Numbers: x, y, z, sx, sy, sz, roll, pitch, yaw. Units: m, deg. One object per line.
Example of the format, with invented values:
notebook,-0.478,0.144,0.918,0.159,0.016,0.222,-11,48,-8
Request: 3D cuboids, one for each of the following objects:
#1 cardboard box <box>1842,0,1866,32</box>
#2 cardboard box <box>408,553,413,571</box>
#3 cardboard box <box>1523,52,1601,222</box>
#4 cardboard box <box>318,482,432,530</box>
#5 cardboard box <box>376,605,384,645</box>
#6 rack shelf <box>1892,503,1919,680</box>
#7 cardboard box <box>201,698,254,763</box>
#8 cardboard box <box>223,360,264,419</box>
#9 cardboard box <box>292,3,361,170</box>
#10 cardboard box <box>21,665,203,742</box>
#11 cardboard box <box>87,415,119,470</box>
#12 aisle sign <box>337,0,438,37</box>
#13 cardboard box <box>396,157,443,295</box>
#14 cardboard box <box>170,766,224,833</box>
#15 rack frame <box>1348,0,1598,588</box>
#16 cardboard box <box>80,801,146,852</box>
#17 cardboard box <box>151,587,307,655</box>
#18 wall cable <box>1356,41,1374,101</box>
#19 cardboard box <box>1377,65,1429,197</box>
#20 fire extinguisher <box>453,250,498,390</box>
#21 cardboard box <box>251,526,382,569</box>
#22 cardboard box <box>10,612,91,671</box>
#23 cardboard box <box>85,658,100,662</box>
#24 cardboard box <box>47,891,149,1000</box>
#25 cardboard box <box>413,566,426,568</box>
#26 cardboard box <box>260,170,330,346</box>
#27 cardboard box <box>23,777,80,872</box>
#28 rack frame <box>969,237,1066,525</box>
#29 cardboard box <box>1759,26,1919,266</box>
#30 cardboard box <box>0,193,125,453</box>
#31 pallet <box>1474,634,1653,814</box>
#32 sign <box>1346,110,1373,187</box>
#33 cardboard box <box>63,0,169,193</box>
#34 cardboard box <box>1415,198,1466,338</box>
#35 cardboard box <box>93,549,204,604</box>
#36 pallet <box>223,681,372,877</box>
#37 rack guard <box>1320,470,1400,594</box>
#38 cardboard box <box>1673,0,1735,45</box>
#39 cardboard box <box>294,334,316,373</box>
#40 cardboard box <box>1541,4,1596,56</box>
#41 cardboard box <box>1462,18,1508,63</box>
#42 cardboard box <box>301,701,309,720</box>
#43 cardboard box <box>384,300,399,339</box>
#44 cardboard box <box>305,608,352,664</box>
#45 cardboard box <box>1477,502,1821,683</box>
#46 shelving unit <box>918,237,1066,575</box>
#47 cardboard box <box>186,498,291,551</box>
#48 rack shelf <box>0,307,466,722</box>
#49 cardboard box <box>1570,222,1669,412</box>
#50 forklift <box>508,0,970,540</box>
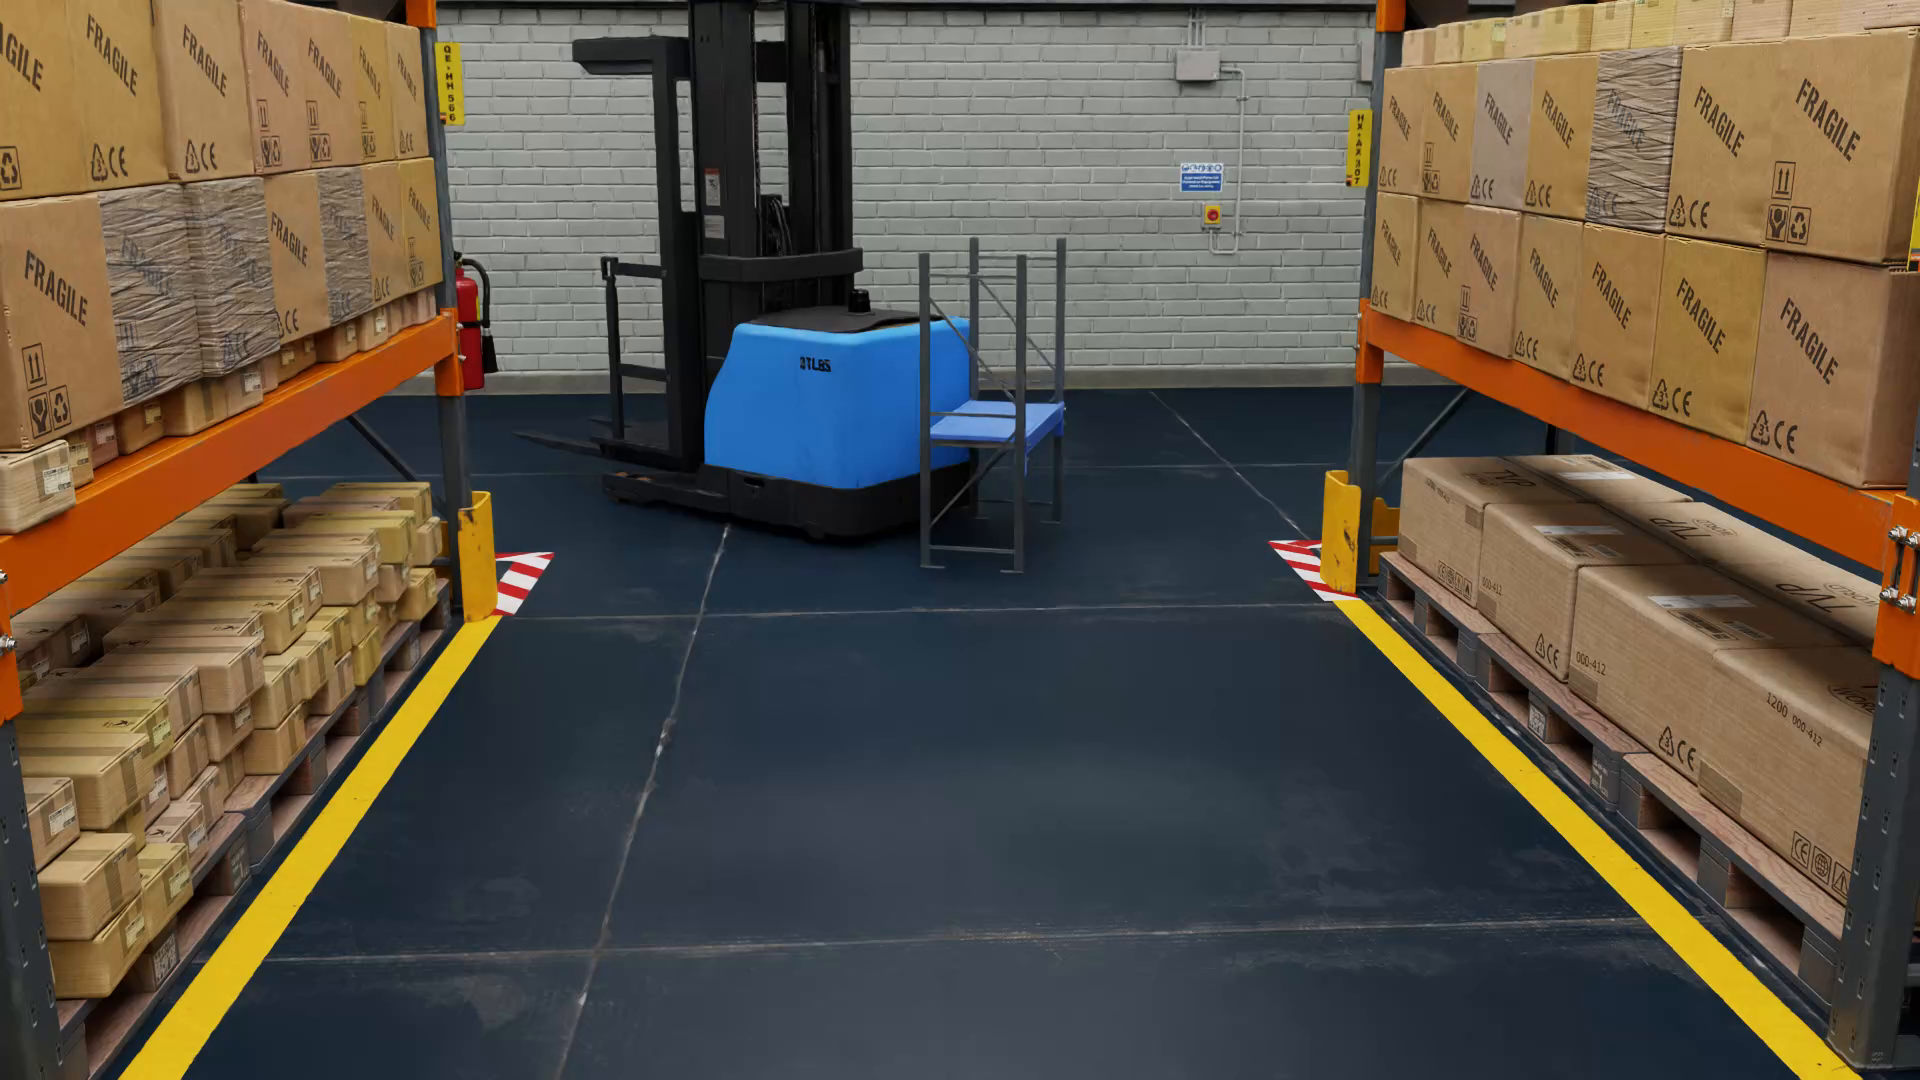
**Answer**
cardboard box,2.293,-1.244,3.833,0.380,0.149,0.250,-1,14,-2
cardboard box,-2.364,0.074,6.500,0.380,0.149,0.250,-1,14,-5
cardboard box,2.146,-1.282,5.281,0.500,0.500,0.500,-1,14,-3
cardboard box,-2.358,-0.135,6.715,0.380,0.149,0.250,-1,14,-3
cardboard box,-2.328,0.344,6.048,0.380,0.149,0.250,-1,14,-3
rack shelf,2.662,0.587,1.667,1.077,0.370,4.000,-1,14,-3
cardboard box,-2.263,0.524,4.753,0.380,0.149,0.250,0,14,-1
cardboard box,-2.217,-0.437,4.711,0.380,0.149,0.250,0,14,-1
cardboard box,-2.295,-1.463,5.389,0.500,0.500,0.500,0,14,-1
cardboard box,-2.273,0.447,4.452,0.380,0.149,0.250,-1,14,-5
cardboard box,-2.246,-0.239,3.941,0.380,0.149,0.250,-2,15,-6
aisle sign,-2.349,-2.433,6.747,0.394,0.787,0.004,-1,14,-3
cardboard box,-2.359,-1.236,6.514,0.500,0.500,0.500,-1,14,-2
cardboard box,-2.248,0.735,4.527,0.380,0.149,0.250,-1,14,-5
rack frame,2.290,-1.253,7.377,1.000,3.000,0.127,-1,14,-3
cardboard box,-2.205,0.720,3.991,0.380,0.149,0.250,-1,14,-3
cardboard box,-2.282,0.254,5.203,0.380,0.149,0.250,-1,14,-3
wall cable,3.332,-3.172,12.796,0.588,1.984,0.122,-1,14,-3
cardboard box,2.036,-1.662,6.759,0.500,0.500,0.500,-1,14,-5
fire extinguisher,-2.199,-1.003,7.310,0.296,0.674,0.183,-1,14,-3
cardboard box,-2.305,0.056,5.972,0.380,0.149,0.250,-1,15,-6
cardboard box,-2.832,0.325,4.930,0.380,0.149,0.250,-1,14,-5
cardboard box,-2.720,0.408,5.201,0.380,0.149,0.250,0,14,-1
cardboard box,-2.098,0.925,3.790,0.380,0.149,0.250,-2,15,-6
cardboard box,-2.403,0.153,6.789,0.380,0.149,0.250,-1,14,-2
cardboard box,-2.271,-0.858,5.044,0.500,0.500,0.500,0,14,-1
cardboard box,-2.211,0.643,3.691,0.380,0.149,0.250,0,14,-1
rack frame,0.296,-0.826,8.729,0.500,1.500,0.032,3,15,13
cardboard box,2.233,-0.904,3.813,0.500,0.500,0.500,-1,14,-4
cardboard box,-2.175,-0.476,3.561,0.500,0.500,0.500,-1,14,-4
pallet,2.490,0.598,5.780,1.003,0.211,1.213,-1,14,-3
sign,1.736,-1.704,7.232,0.100,0.325,0.005,-1,14,-3
cardboard box,-2.228,-1.078,3.893,0.500,0.500,0.500,-1,14,-5
cardboard box,2.092,-1.052,6.396,0.500,0.500,0.500,-1,14,-4
cardboard box,-2.820,0.134,5.671,0.380,0.149,0.250,0,14,-1
pallet,-2.552,0.723,5.293,1.003,0.211,1.213,-1,14,-3
rack guard,2.289,-0.049,7.712,1.175,0.500,0.348,-1,14,-3
cardboard box,2.203,-1.431,4.558,0.380,0.149,0.250,-1,14,-4
cardboard box,-2.350,-0.632,5.465,0.380,0.149,0.250,-1,15,-6
cardboard box,2.090,-1.621,5.298,0.380,0.149,0.250,-1,14,-5
cardboard box,2.059,-1.812,6.039,0.380,0.149,0.250,-1,14,-5
cardboard box,-2.312,0.539,5.291,0.380,0.149,0.250,0,14,-2
cardboard box,-2.333,-0.829,6.232,0.380,0.149,0.250,-1,14,-4
cardboard box,-2.250,0.330,5.505,0.380,0.149,0.250,0,14,-1
cardboard box,2.496,0.174,6.128,0.875,0.438,0.875,0,14,-2
shelving unit,0.178,-0.703,8.250,0.538,1.500,1.048,3,15,13
cardboard box,-2.814,-0.060,6.425,0.380,0.149,0.250,-1,14,-2
rack shelf,-2.520,-0.306,5.139,1.077,0.370,4.000,-1,14,-3
cardboard box,2.171,-0.671,4.914,0.500,0.500,0.500,-1,14,-4
forklift,-1.390,-1.695,9.234,3.031,2.935,1.130,11,18,38
